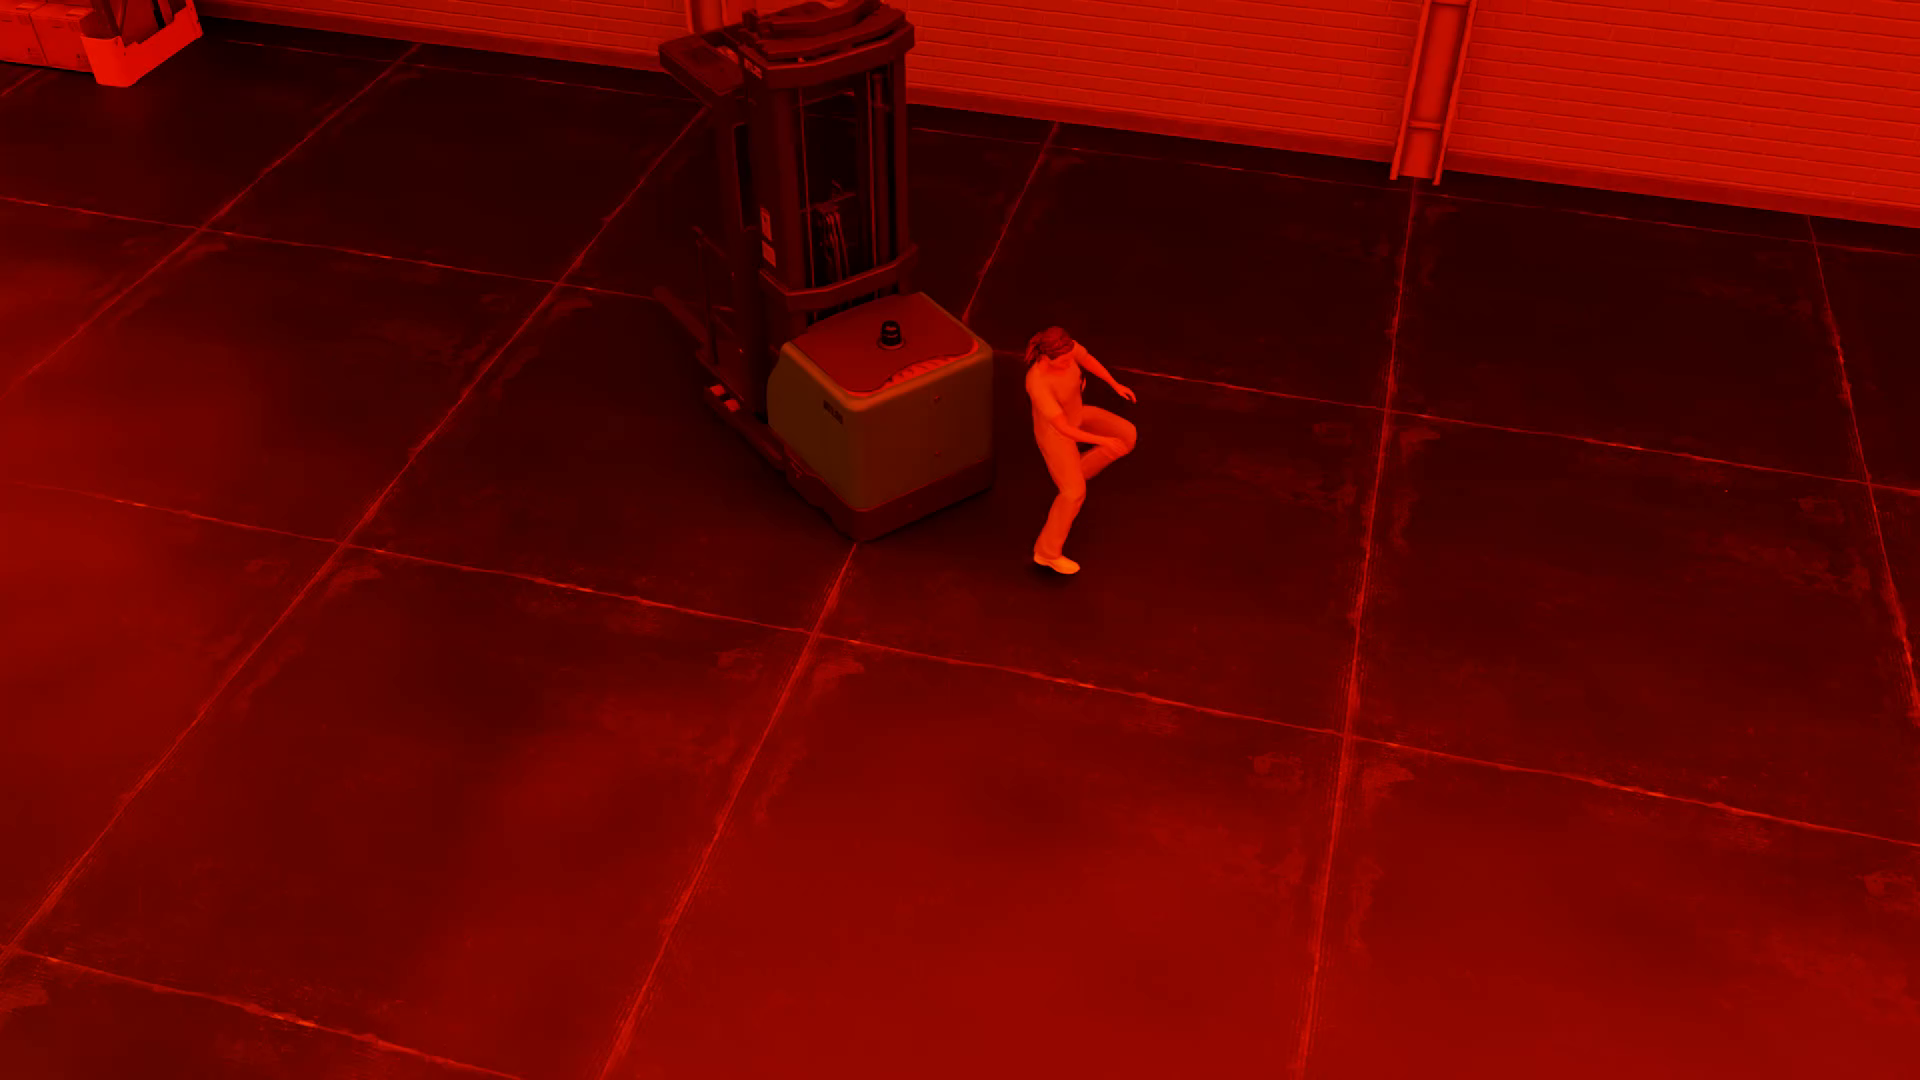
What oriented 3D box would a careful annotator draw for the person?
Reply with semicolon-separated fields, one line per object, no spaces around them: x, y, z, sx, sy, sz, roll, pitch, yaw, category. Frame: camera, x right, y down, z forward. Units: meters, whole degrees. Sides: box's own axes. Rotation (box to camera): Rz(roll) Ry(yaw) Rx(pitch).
0.718;-0.587;9.613;0.761;1.425;0.818;23;46;24;person

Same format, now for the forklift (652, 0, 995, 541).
-1.044;-2.028;10.176;1.130;2.935;3.031;-25;47;-26;forklift
